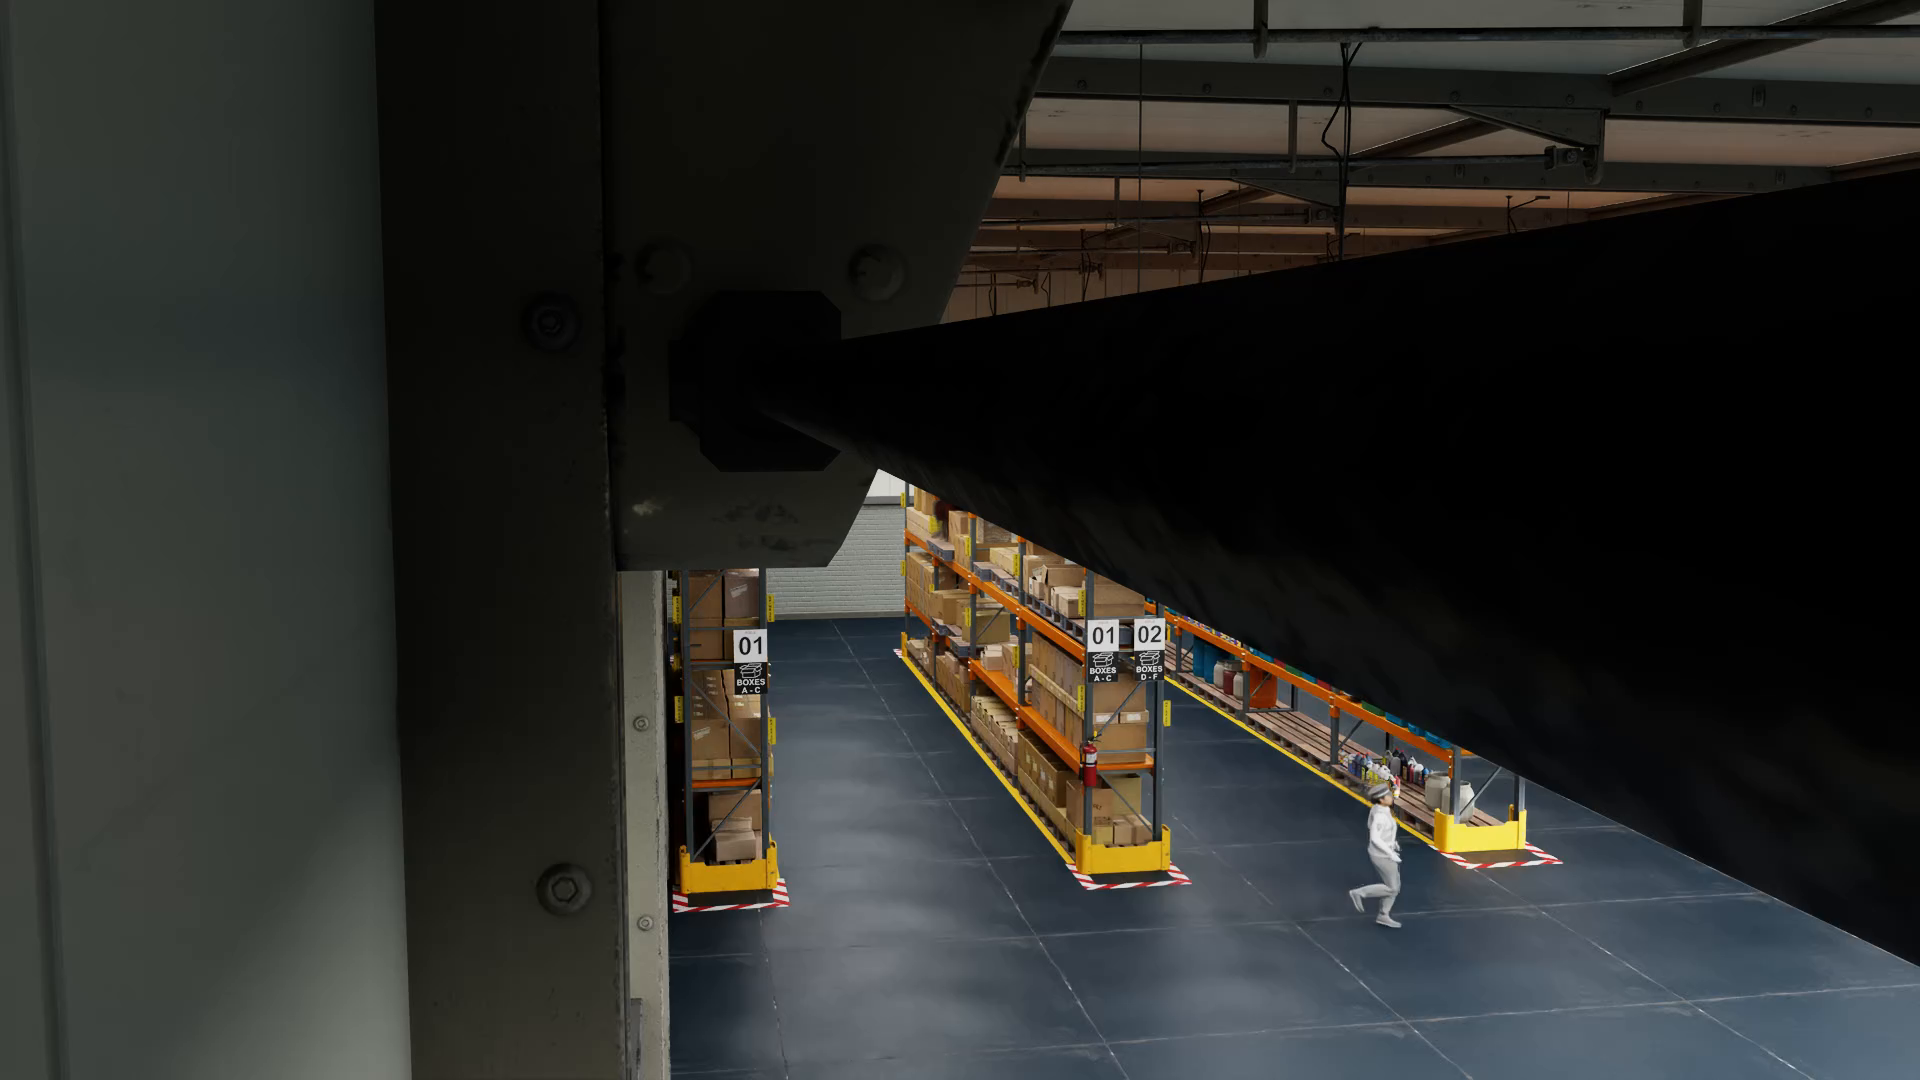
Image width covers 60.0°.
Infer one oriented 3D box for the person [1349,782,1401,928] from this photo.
[{"bbox_3d":[4.726,3.567,18.865,0.589,1.668,0.476,1,6,11],"label":"person"}]
